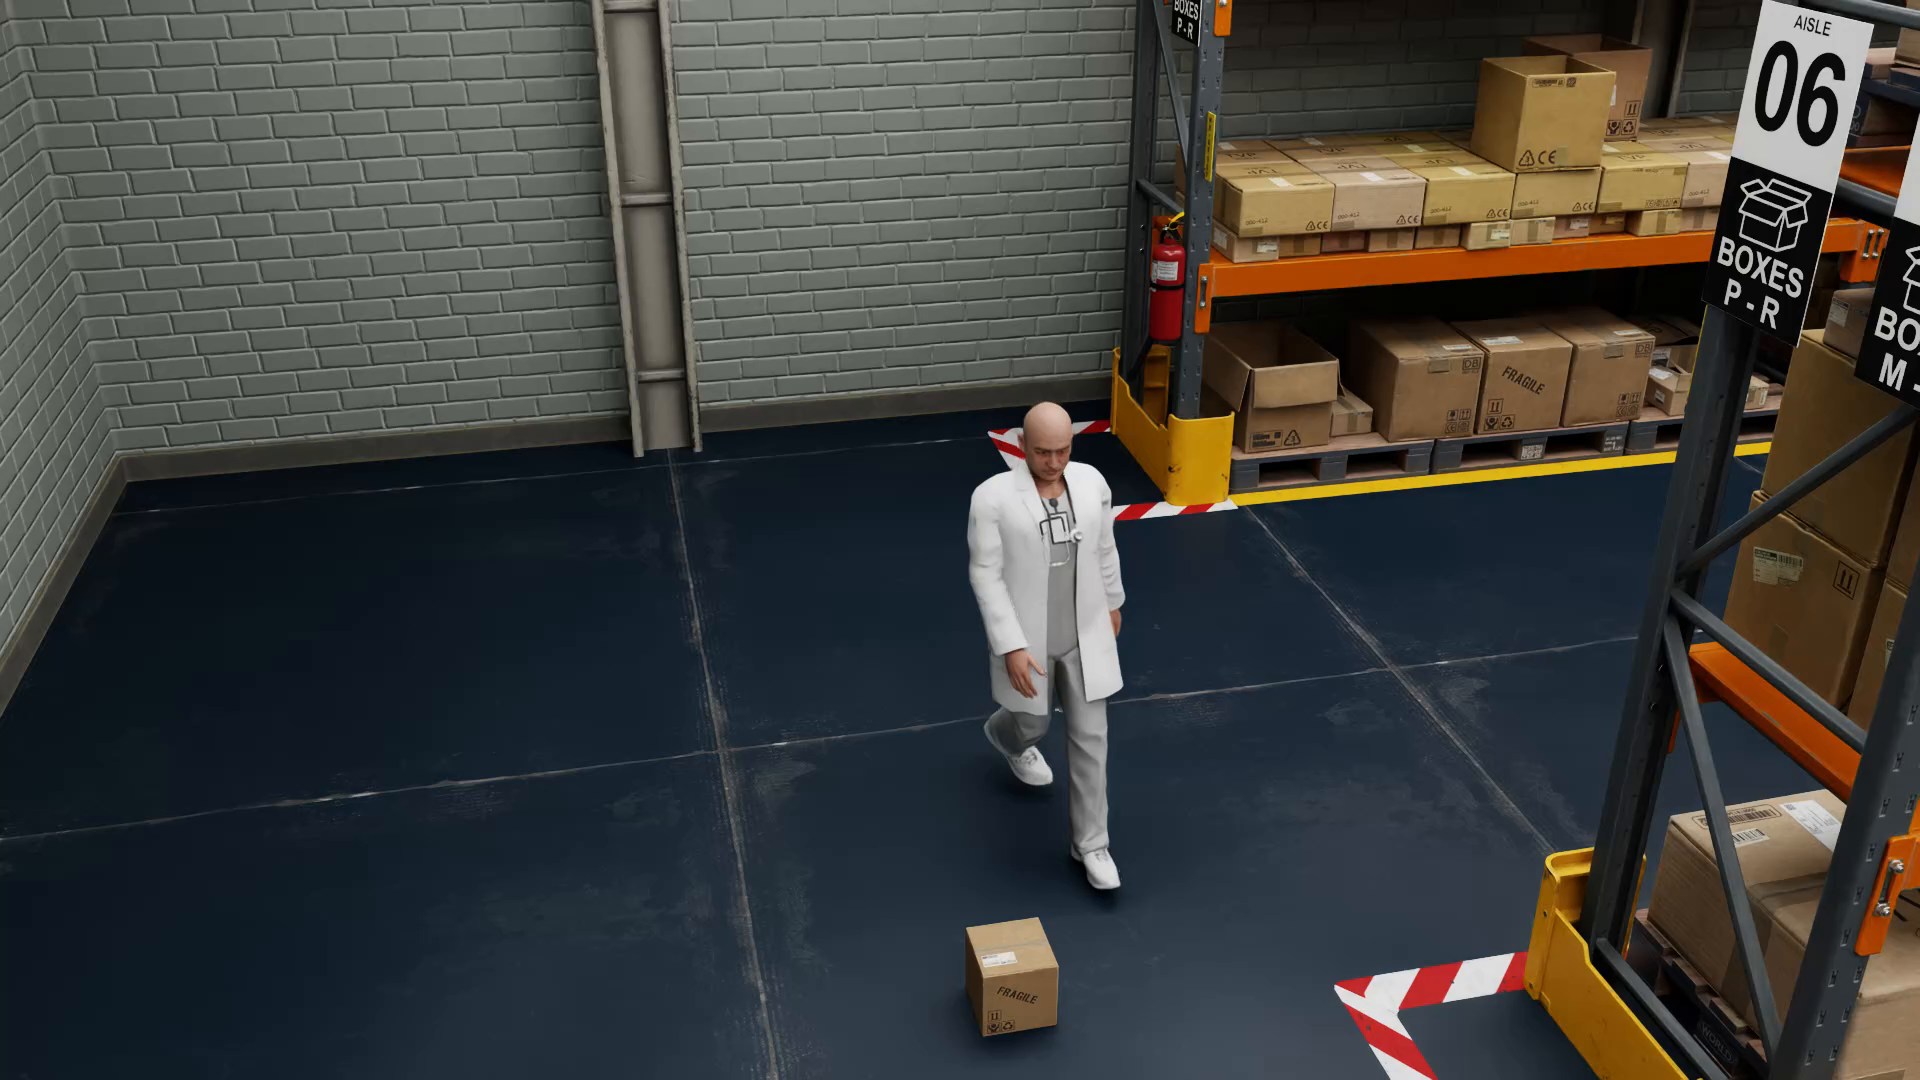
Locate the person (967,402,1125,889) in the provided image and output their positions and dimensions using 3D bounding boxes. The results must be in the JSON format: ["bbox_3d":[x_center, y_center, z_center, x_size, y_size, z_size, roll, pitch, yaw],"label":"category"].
[{"bbox_3d":[0.335,0.328,5.992,0.629,1.744,0.982,-5,27,-9],"label":"person"}]
